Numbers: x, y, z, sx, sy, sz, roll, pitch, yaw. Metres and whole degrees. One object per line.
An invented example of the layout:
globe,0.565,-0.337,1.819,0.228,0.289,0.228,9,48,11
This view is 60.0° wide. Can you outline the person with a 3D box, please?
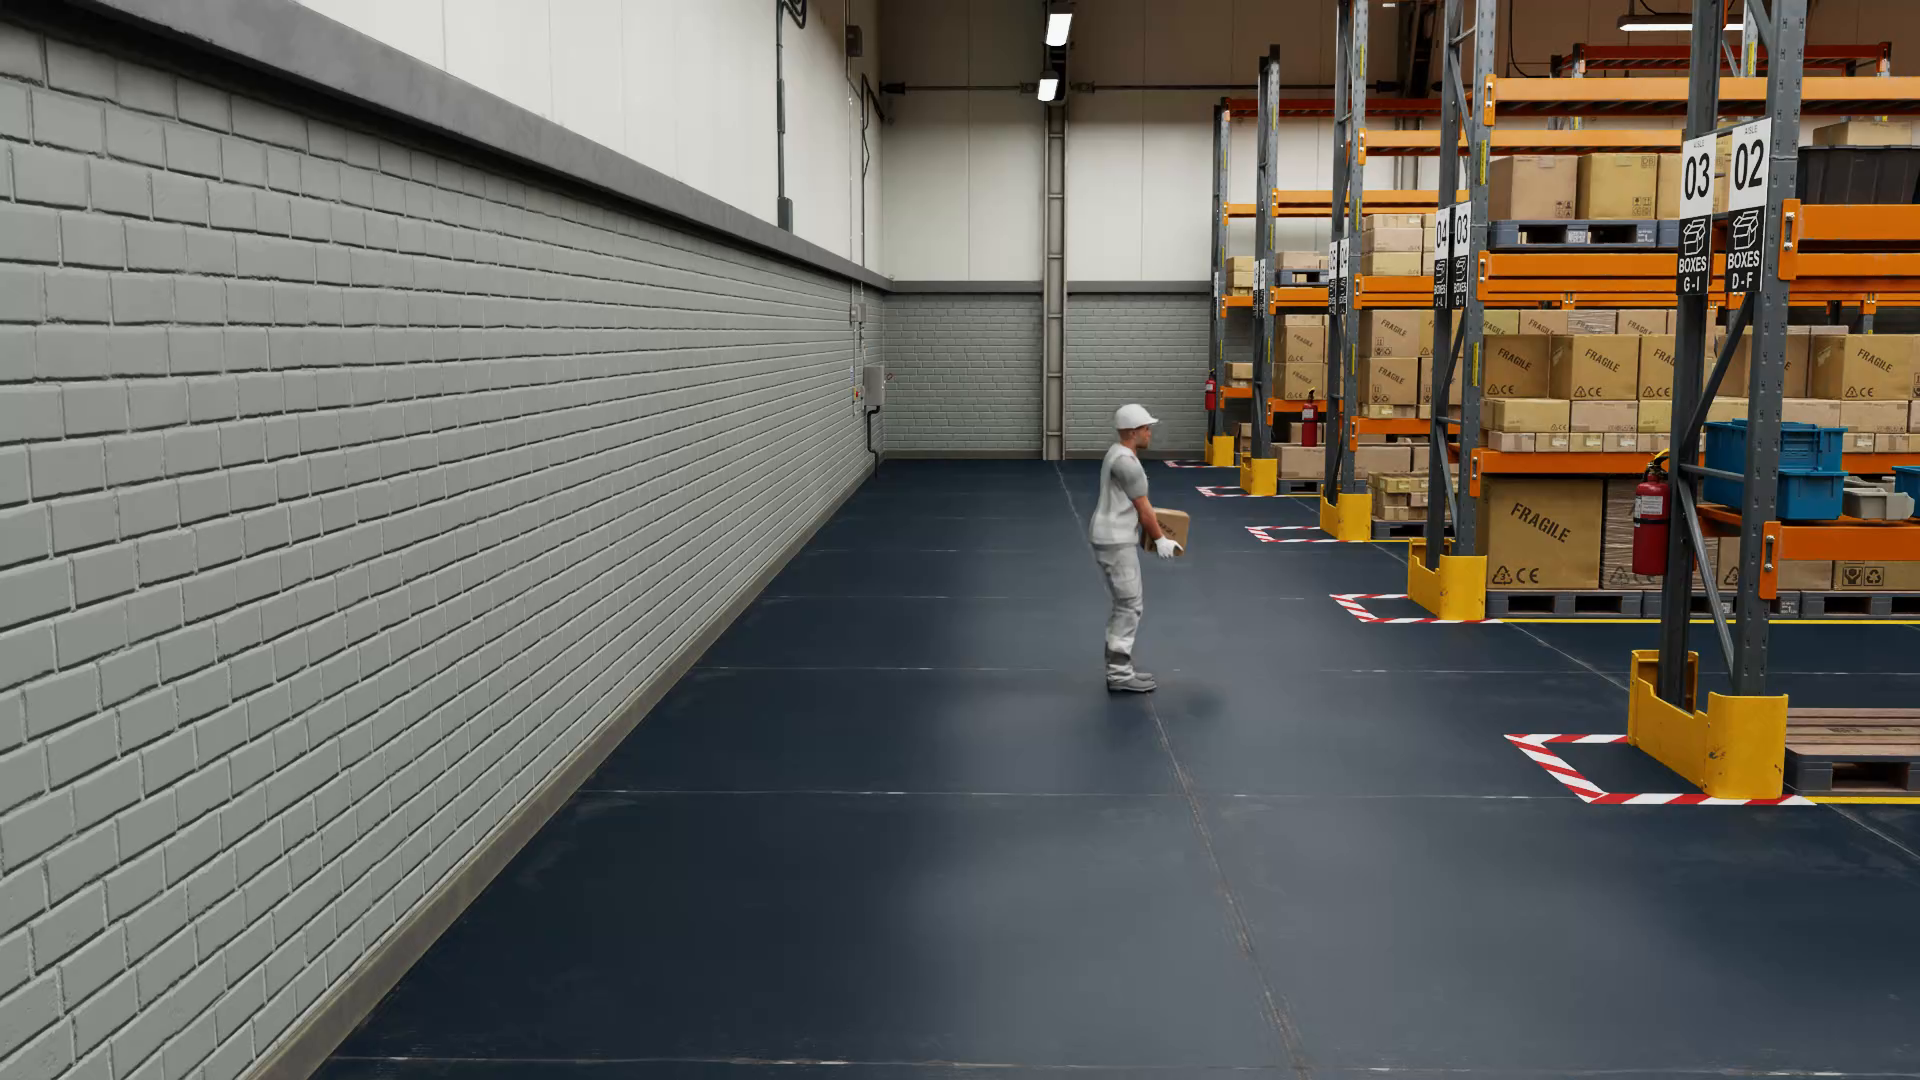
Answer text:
person,1.088,0.042,10.372,0.571,1.776,0.494,0,7,0
